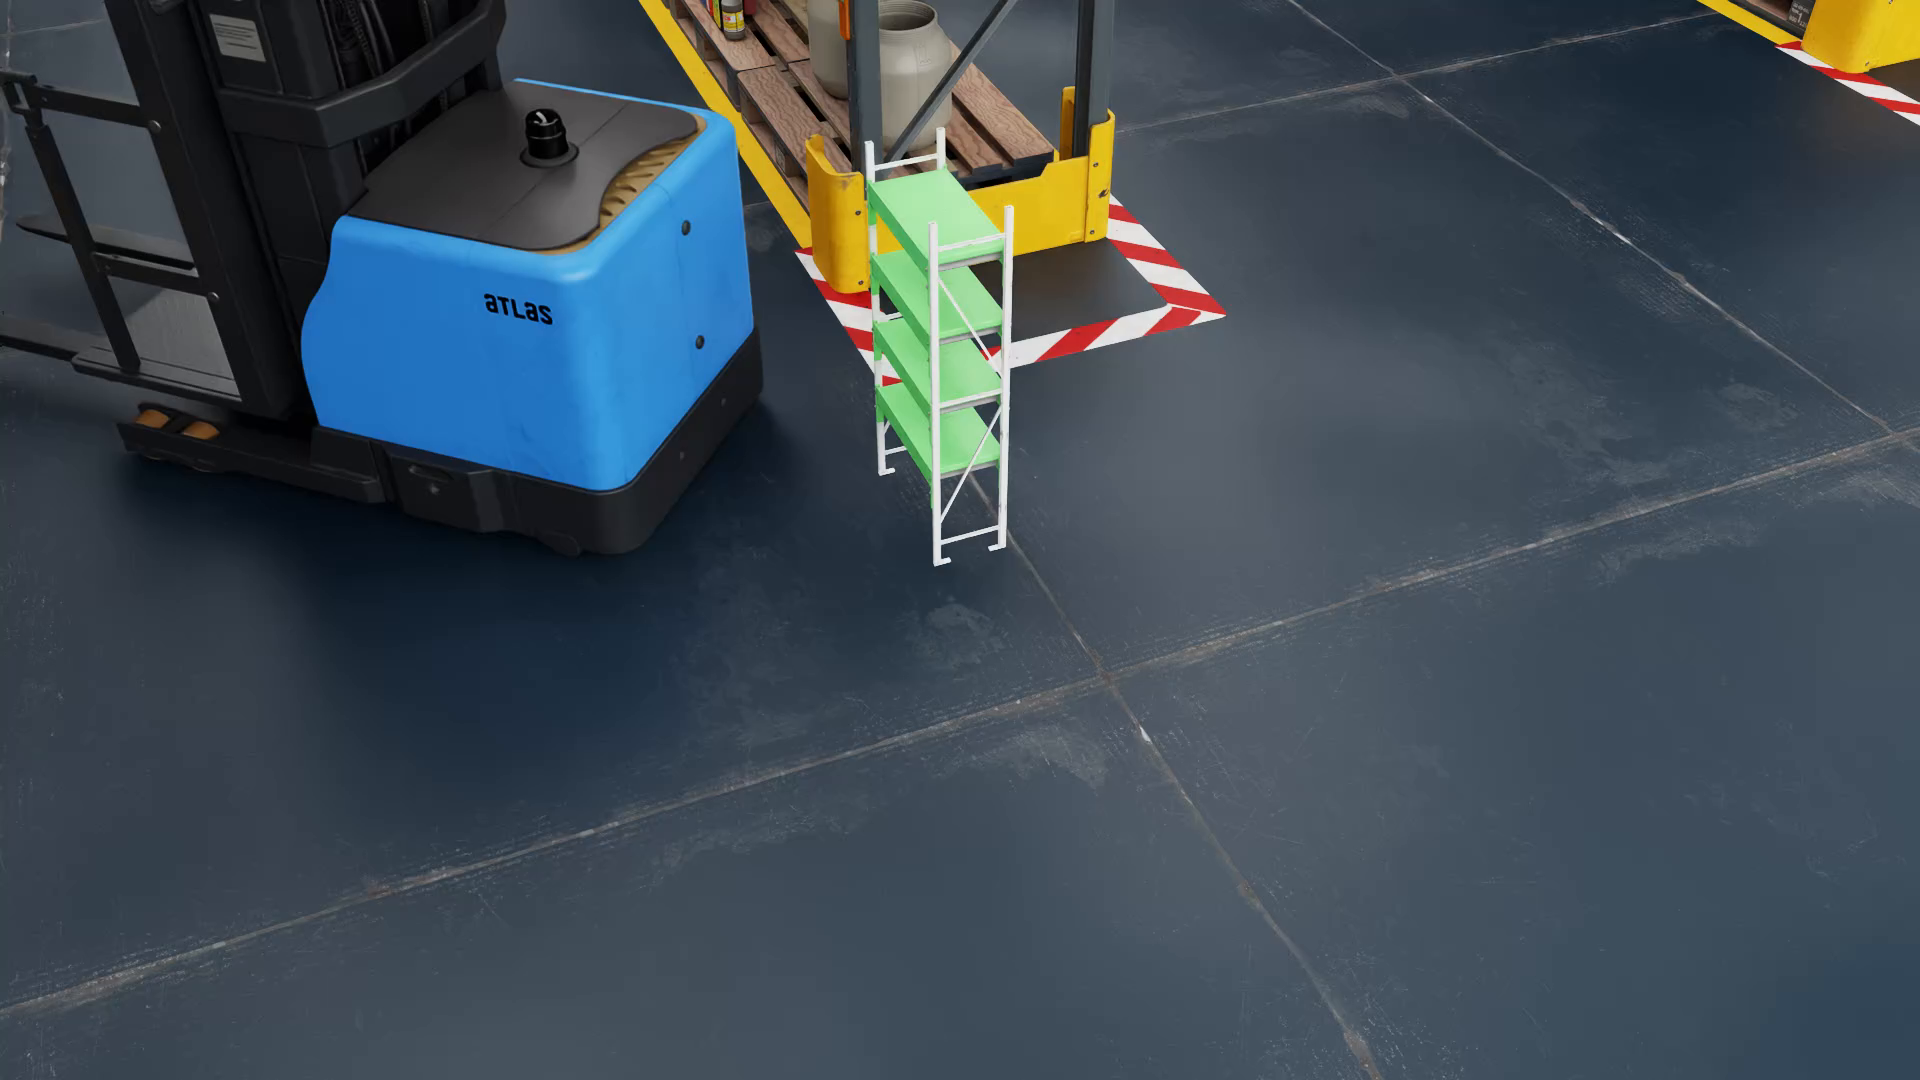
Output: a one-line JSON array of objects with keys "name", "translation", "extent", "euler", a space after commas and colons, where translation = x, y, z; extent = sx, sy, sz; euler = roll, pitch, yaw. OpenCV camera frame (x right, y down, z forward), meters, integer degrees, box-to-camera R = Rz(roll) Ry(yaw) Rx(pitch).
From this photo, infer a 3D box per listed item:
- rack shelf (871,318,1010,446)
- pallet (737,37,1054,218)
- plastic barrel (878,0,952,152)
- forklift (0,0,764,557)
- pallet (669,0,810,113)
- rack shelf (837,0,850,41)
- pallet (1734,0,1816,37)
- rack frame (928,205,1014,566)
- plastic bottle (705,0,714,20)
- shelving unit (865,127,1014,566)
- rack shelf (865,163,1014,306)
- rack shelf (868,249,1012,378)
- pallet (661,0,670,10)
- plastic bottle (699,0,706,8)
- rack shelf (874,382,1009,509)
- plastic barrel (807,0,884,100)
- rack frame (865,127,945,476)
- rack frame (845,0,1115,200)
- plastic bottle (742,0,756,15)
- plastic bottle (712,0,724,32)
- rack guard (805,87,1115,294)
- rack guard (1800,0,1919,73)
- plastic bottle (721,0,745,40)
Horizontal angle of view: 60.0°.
[{"name": "rack shelf", "translation": [-0.063, -0.506, 5.016], "extent": [0.258, 0.148, 0.480], "euler": [-15, 43, -17]}, {"name": "pallet", "translation": [-0.299, -1.746, 7.119], "extent": [1.003, 0.211, 1.213], "euler": [-15, 43, -17]}, {"name": "plastic barrel", "translation": [-0.243, -1.872, 6.712], "extent": [0.421, 0.512, 0.421], "euler": [0, 41, 0]}, {"name": "forklift", "translation": [-2.253, -1.646, 4.916], "extent": [3.031, 2.935, 1.130], "euler": [13, 42, 15]}, {"name": "pallet", "translation": [-0.762, -2.480, 7.972], "extent": [1.003, 0.211, 1.213], "euler": [-15, 43, -17]}, {"name": "rack shelf", "translation": [-0.685, -3.211, 7.235], "extent": [1.077, 0.370, 4.000], "euler": [-15, 43, -17]}, {"name": "pallet", "translation": [4.349, -3.001, 8.578], "extent": [1.003, 0.211, 1.213], "euler": [-15, 43, -17]}, {"name": "rack frame", "translation": [0.030, -0.408, 4.804], "extent": [0.240, 1.200, 0.015], "euler": [-15, 43, -17]}, {"name": "plastic bottle", "translation": [-1.099, -2.568, 7.688], "extent": [0.152, 0.276, 0.135], "euler": [-15, 43, -17]}, {"name": "shelving unit", "translation": [-0.063, -0.555, 4.975], "extent": [0.258, 1.200, 0.503], "euler": [-15, 43, -17]}, {"name": "rack shelf", "translation": [-0.063, -0.870, 4.703], "extent": [0.258, 0.148, 0.480], "euler": [-15, 43, -17]}, {"name": "rack shelf", "translation": [-0.063, -0.688, 4.860], "extent": [0.258, 0.148, 0.480], "euler": [-15, 43, -17]}, {"name": "pallet", "translation": [-1.232, -3.216, 8.828], "extent": [1.003, 0.211, 1.213], "euler": [-15, 43, -17]}, {"name": "plastic bottle", "translation": [-1.152, -2.652, 7.785], "extent": [0.152, 0.276, 0.135], "euler": [-16, 43, -18]}, {"name": "rack shelf", "translation": [-0.063, -0.324, 5.173], "extent": [0.258, 0.148, 0.480], "euler": [-15, 43, -17]}, {"name": "plastic barrel", "translation": [-0.434, -2.174, 7.063], "extent": [0.421, 0.512, 0.421], "euler": [0, 41, 0]}, {"name": "rack frame", "translation": [-0.157, -0.702, 5.146], "extent": [0.240, 1.200, 0.015], "euler": [-15, 43, -17]}, {"name": "rack frame", "translation": [0.080, -2.279, 5.599], "extent": [1.000, 3.000, 0.127], "euler": [-15, 43, -17]}, {"name": "plastic bottle", "translation": [-1.001, -2.598, 7.717], "extent": [0.061, 0.283, 0.133], "euler": [-15, 43, -17]}, {"name": "plastic bottle", "translation": [-1.089, -2.478, 7.577], "extent": [0.061, 0.283, 0.133], "euler": [-14, 43, -16]}, {"name": "rack guard", "translation": [0.007, -1.365, 6.454], "extent": [1.175, 0.500, 0.348], "euler": [-15, 43, -17]}, {"name": "rack guard", "translation": [4.627, -2.612, 7.904], "extent": [1.175, 0.500, 0.348], "euler": [-15, 43, -17]}, {"name": "plastic bottle", "translation": [-1.028, -2.381, 7.527], "extent": [0.097, 0.201, 0.097], "euler": [0, 41, 0]}]
